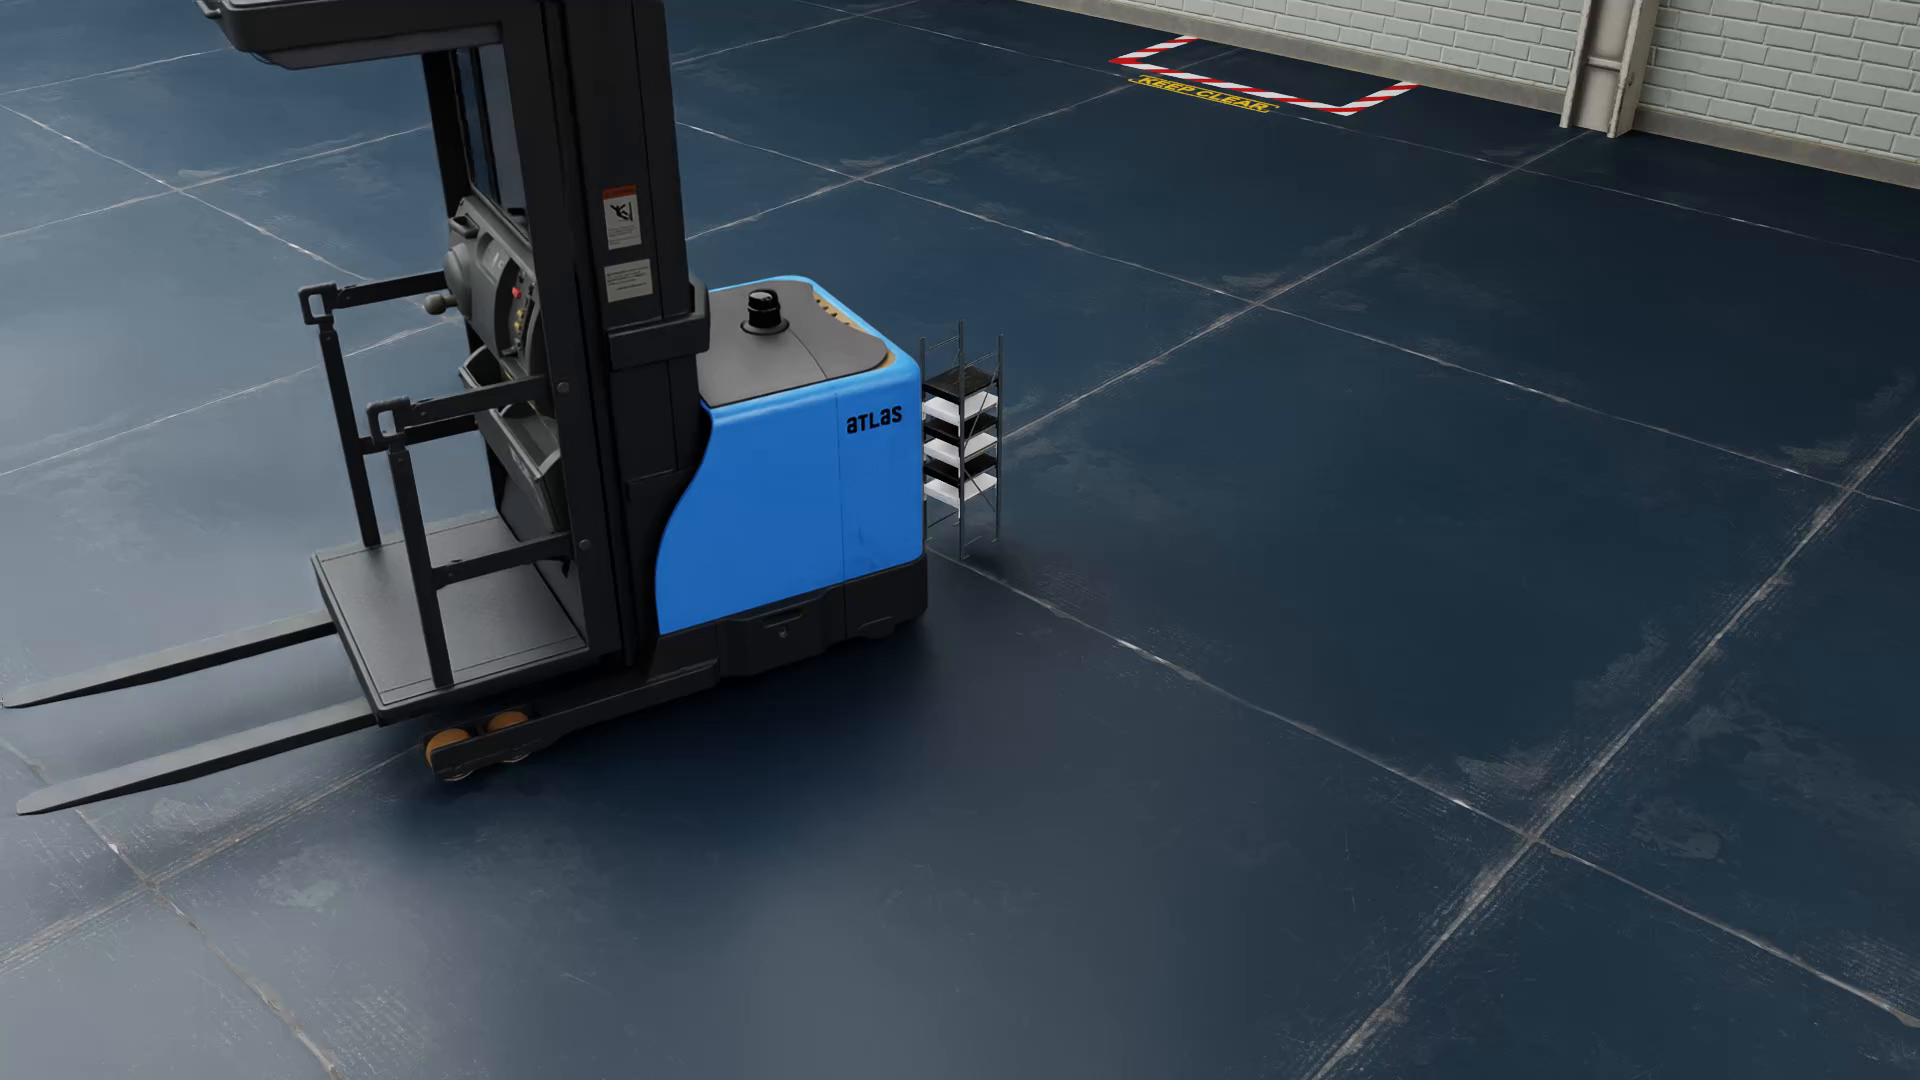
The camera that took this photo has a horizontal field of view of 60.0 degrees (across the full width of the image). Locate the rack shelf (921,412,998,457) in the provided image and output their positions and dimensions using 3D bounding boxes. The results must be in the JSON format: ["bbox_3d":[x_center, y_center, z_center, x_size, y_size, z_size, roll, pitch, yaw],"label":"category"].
[{"bbox_3d":[0.006,-0.431,6.484,0.200,0.077,0.258,25,39,35],"label":"rack shelf"}]

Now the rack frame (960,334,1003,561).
[{"bbox_3d":[0.081,-0.348,6.455,0.006,0.900,0.240,25,39,35],"label":"rack frame"}]

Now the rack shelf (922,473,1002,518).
[{"bbox_3d":[0.006,-0.200,6.623,0.200,0.077,0.258,25,39,35],"label":"rack shelf"}]

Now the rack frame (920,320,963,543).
[{"bbox_3d":[-0.069,-0.418,6.572,0.006,0.900,0.240,25,39,35],"label":"rack frame"}]

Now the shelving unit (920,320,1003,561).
[{"bbox_3d":[0.006,-0.383,6.513,0.210,0.900,0.258,25,39,35],"label":"shelving unit"}]

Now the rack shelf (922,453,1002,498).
[{"bbox_3d":[0.006,-0.277,6.577,0.200,0.077,0.258,25,39,35],"label":"rack shelf"}]

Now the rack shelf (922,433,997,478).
[{"bbox_3d":[0.006,-0.354,6.530,0.200,0.077,0.258,25,39,35],"label":"rack shelf"}]

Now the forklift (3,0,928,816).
[{"bbox_3d":[-1.658,-0.780,5.204,3.031,2.935,1.130,-16,35,-25],"label":"forklift"}]

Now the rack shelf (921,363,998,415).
[{"bbox_3d":[0.006,-0.585,6.391,0.200,0.077,0.258,25,39,35],"label":"rack shelf"}]

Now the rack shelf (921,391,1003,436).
[{"bbox_3d":[0.006,-0.508,6.438,0.200,0.077,0.258,25,39,35],"label":"rack shelf"}]

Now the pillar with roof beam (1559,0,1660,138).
[{"bbox_3d":[1.506,-5.061,6.432,0.400,9.000,9.100,25,39,35],"label":"pillar with roof beam"}]
